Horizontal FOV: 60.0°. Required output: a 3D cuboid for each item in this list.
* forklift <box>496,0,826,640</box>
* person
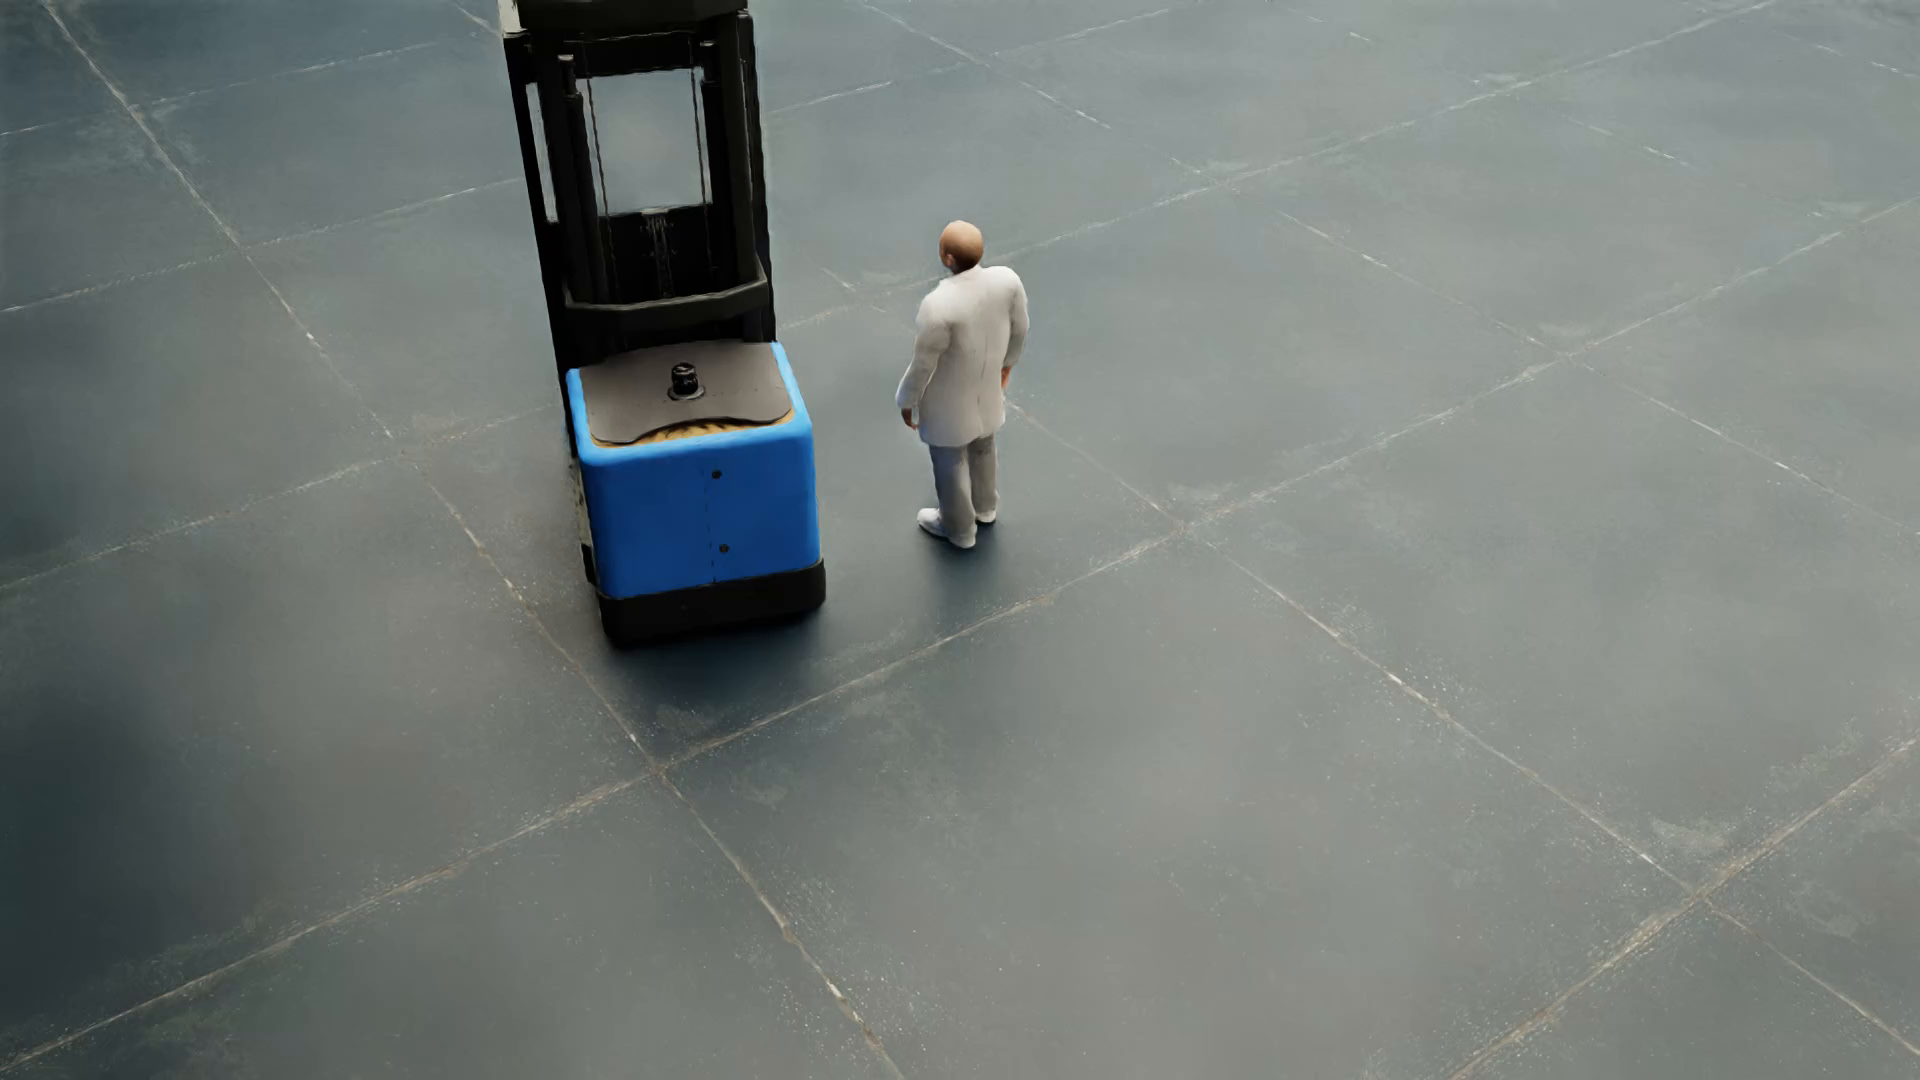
[{"bbox_3d":[-1.524,-1.594,8.101,1.130,2.935,3.031,-9,37,-12],"label":"forklift"},{"bbox_3d":[-0.049,-0.766,7.939,0.694,1.776,0.579,-23,42,-28],"label":"person"}]
